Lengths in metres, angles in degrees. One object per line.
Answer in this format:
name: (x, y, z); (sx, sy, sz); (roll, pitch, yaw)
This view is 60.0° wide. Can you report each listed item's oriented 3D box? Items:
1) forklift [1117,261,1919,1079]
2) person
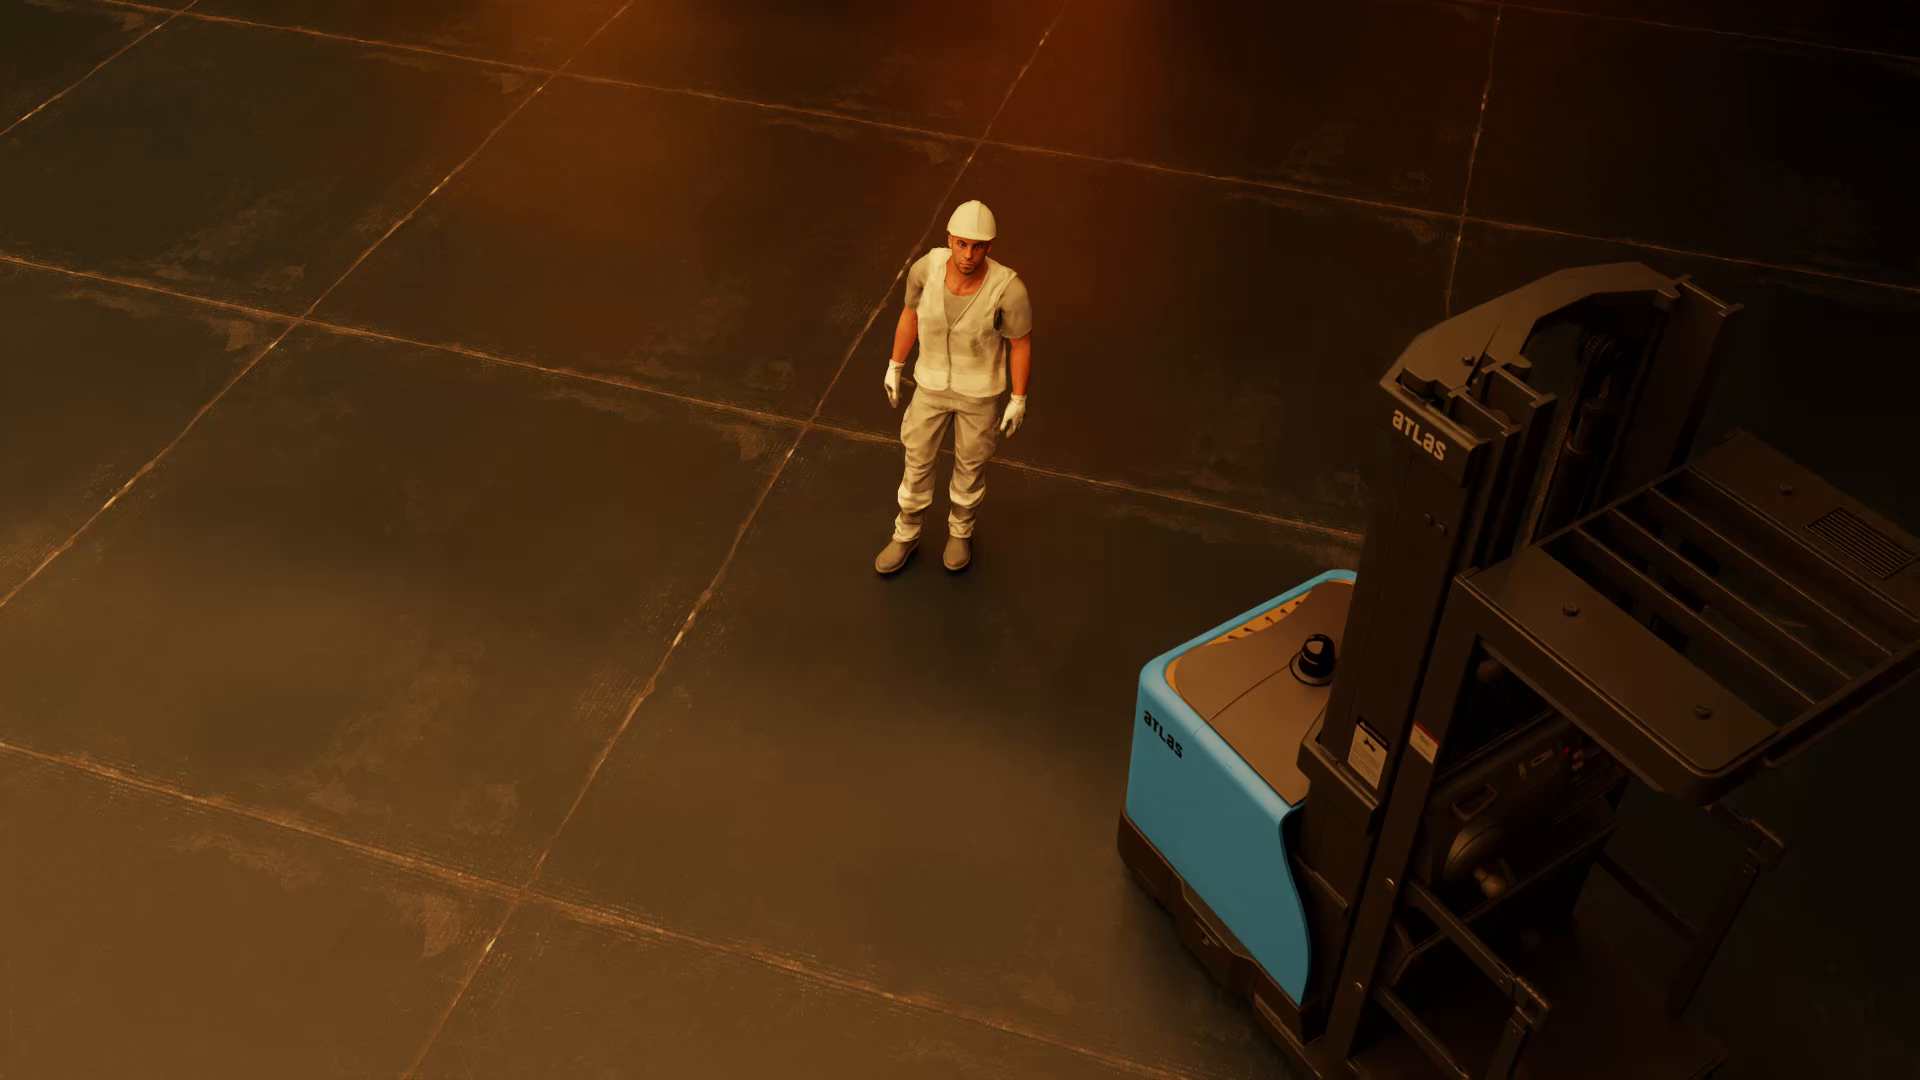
forklift: (1.834, 0.817, 4.811); (1.130, 2.935, 3.031); (-24, 48, -24)
person: (-0.035, -0.610, 7.173); (0.638, 1.789, 0.562); (12, 44, 13)
